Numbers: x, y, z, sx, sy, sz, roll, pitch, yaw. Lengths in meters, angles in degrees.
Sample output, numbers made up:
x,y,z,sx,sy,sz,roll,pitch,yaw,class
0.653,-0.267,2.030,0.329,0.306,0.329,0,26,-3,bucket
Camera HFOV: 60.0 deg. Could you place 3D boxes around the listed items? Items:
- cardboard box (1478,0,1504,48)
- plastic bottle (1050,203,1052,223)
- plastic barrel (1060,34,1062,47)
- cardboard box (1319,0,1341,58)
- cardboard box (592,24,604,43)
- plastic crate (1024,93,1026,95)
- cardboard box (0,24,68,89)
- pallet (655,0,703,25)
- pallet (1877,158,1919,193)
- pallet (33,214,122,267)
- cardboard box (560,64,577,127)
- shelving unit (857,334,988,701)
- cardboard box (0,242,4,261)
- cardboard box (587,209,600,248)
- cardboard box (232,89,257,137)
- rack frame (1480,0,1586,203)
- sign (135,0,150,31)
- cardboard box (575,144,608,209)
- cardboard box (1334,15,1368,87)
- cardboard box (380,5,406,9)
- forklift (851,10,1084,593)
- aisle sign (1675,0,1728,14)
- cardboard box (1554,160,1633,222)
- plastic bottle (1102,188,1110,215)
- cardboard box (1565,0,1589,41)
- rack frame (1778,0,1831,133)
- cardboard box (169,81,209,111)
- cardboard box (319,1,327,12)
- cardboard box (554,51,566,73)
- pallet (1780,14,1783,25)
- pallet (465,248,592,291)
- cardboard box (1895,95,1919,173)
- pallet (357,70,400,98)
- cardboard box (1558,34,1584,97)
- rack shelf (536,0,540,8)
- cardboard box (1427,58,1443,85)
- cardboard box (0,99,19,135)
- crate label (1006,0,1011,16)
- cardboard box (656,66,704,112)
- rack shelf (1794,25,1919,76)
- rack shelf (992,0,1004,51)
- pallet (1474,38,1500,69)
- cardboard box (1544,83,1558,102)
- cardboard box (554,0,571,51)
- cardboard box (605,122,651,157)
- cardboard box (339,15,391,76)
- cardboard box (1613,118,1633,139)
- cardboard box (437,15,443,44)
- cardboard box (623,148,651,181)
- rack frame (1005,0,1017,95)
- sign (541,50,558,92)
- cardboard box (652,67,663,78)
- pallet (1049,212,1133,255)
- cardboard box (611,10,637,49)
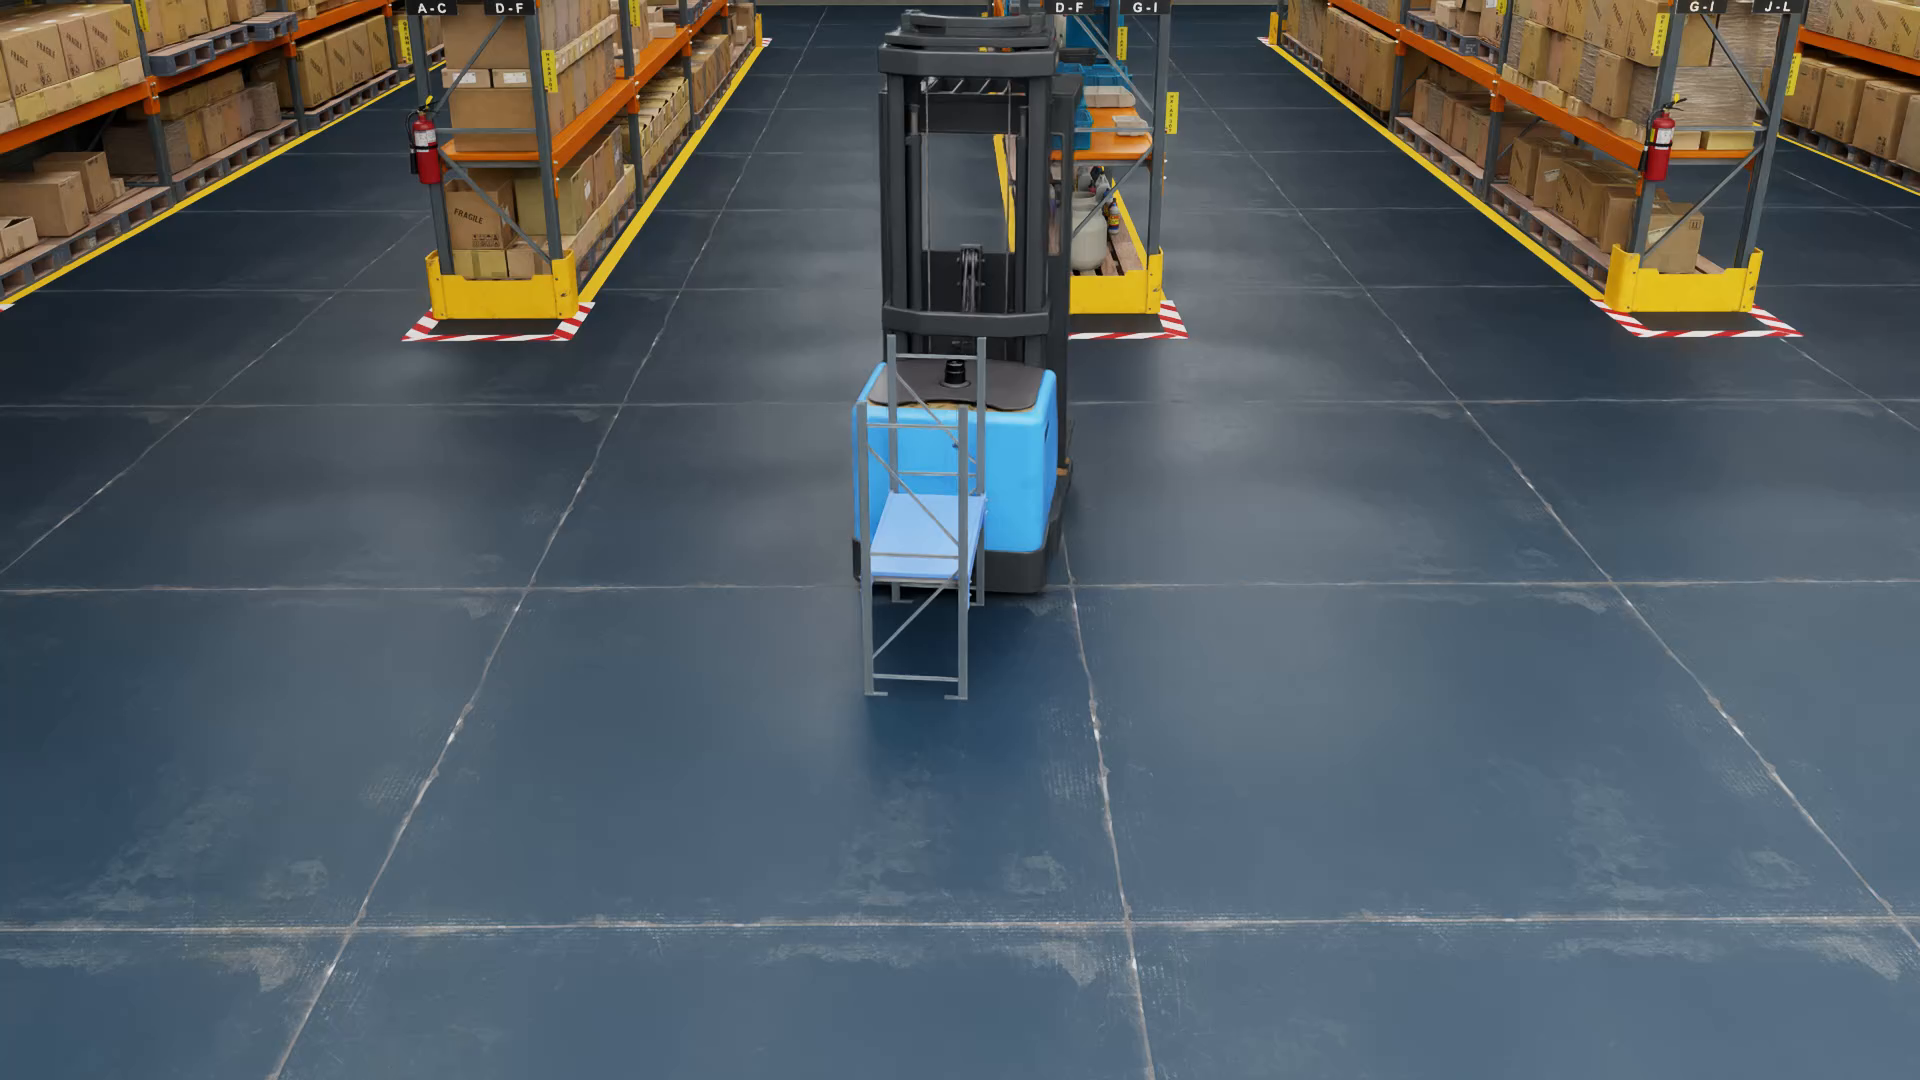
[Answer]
x,y,z,sx,sy,sz,roll,pitch,yaw,class
6.188,-5.766,17.621,1.000,1.000,1.000,0,24,0,cardboard box
0.837,-3.152,15.941,0.097,0.201,0.097,0,24,0,plastic bottle
1.243,-5.434,18.292,0.301,0.262,0.301,0,24,0,plastic barrel
6.042,-7.765,25.348,0.875,0.875,0.875,0,24,-1,cardboard box
-3.622,-4.842,15.907,0.380,0.149,0.250,0,24,-1,cardboard box
0.836,-4.294,15.860,0.450,0.188,0.662,0,24,-1,plastic crate
-8.476,-4.368,15.015,0.500,0.500,0.500,0,24,1,cardboard box
-3.971,-6.770,21.311,1.213,0.211,1.003,0,24,-1,pallet
10.933,-4.001,18.340,1.003,0.211,1.213,0,24,-1,pallet
-8.744,-2.855,15.807,1.003,0.211,1.213,0,24,-1,pallet
-3.808,-3.941,14.702,0.700,0.500,0.500,0,24,0,cardboard box
-0.166,-0.132,8.222,0.538,1.500,1.048,2,24,5,shelving unit
-8.677,-2.519,14.408,0.500,0.311,0.500,-3,25,-7,cardboard box
-3.603,-2.854,15.248,0.500,0.250,0.500,0,24,-1,cardboard box
-8.897,-5.107,19.901,0.700,0.500,0.500,0,24,-1,cardboard box
6.056,-4.973,17.106,1.000,3.000,0.127,0,24,-1,rack frame
-8.260,-5.306,16.792,0.100,0.325,0.005,0,24,-1,sign
-3.603,-3.402,15.549,0.500,0.500,0.500,0,24,-1,cardboard box
6.007,-6.861,23.349,1.225,0.875,0.875,-1,24,-2,cardboard box
-9.012,-8.439,26.506,0.380,0.149,0.250,0,24,0,cardboard box
0.127,-1.624,9.785,1.130,2.935,3.031,3,25,7,forklift
5.801,-4.482,12.866,0.394,0.787,0.004,0,24,-1,aisle sign
6.120,-3.369,16.083,0.500,0.500,0.500,-2,24,-5,cardboard box
1.432,-3.274,16.126,0.097,0.271,0.097,0,24,0,plastic bottle
5.835,-4.805,15.039,0.500,0.500,0.500,0,24,-1,cardboard box
10.973,-6.602,20.707,1.000,3.000,0.127,0,24,-1,rack frame
-8.845,-5.008,18.773,0.500,0.250,0.500,-1,24,-2,cardboard box
-8.660,-7.116,22.124,0.380,0.149,0.250,0,24,0,cardboard box
-3.602,-4.101,14.269,0.380,0.149,0.250,-1,24,-1,cardboard box
10.859,-6.808,21.395,1.213,0.211,1.003,0,24,-1,pallet
-3.856,-2.326,14.637,1.003,0.211,1.213,0,24,-1,pallet
10.920,-4.375,18.004,1.050,0.750,0.750,0,24,-1,cardboard box
-8.806,-6.615,24.119,1.003,0.211,1.213,0,24,-1,pallet
6.040,-4.350,15.247,0.875,0.500,0.500,0,24,-1,cardboard box
-3.828,-5.145,14.718,1.077,0.370,4.000,0,24,-1,rack shelf
6.050,-5.749,20.410,0.500,0.250,0.500,1,24,2,cardboard box
-8.467,-3.615,14.261,0.500,0.250,0.500,-1,24,-2,cardboard box
0.800,-6.204,19.785,0.502,0.435,0.616,0,24,-1,crate label
-3.612,-5.829,21.497,0.500,0.500,0.500,1,24,2,cardboard box
10.995,-5.450,19.033,1.077,0.370,4.000,0,24,-1,rack shelf
1.038,-7.095,22.671,1.077,0.370,4.000,0,24,-1,rack shelf
6.193,-5.201,17.843,1.003,0.211,1.213,0,24,-1,pallet
5.796,-4.254,15.820,0.380,0.149,0.250,0,24,-1,cardboard box
-3.816,-4.557,14.490,0.700,0.500,0.500,0,24,0,cardboard box
-3.605,-4.295,17.754,0.500,0.311,0.500,0,24,0,cardboard box
-8.753,-7.147,24.012,0.750,0.750,0.750,0,24,0,cardboard box
5.834,-3.533,14.226,0.380,0.149,0.250,0,24,-1,cardboard box
-8.821,-8.409,27.227,0.700,0.500,0.500,0,24,-1,cardboard box
-3.606,-4.036,17.860,0.500,0.250,0.500,-1,24,-2,cardboard box
1.060,-6.599,20.701,1.000,3.000,0.127,0,24,-1,rack frame
-3.251,-3.712,13.171,0.100,0.325,0.005,0,24,-1,sign
-4.138,-6.024,21.929,0.500,0.500,0.500,1,24,2,cardboard box
1.085,-2.899,15.904,1.003,0.211,1.213,0,24,-1,pallet
-3.847,-5.509,18.170,0.500,0.500,0.500,1,24,3,cardboard box
